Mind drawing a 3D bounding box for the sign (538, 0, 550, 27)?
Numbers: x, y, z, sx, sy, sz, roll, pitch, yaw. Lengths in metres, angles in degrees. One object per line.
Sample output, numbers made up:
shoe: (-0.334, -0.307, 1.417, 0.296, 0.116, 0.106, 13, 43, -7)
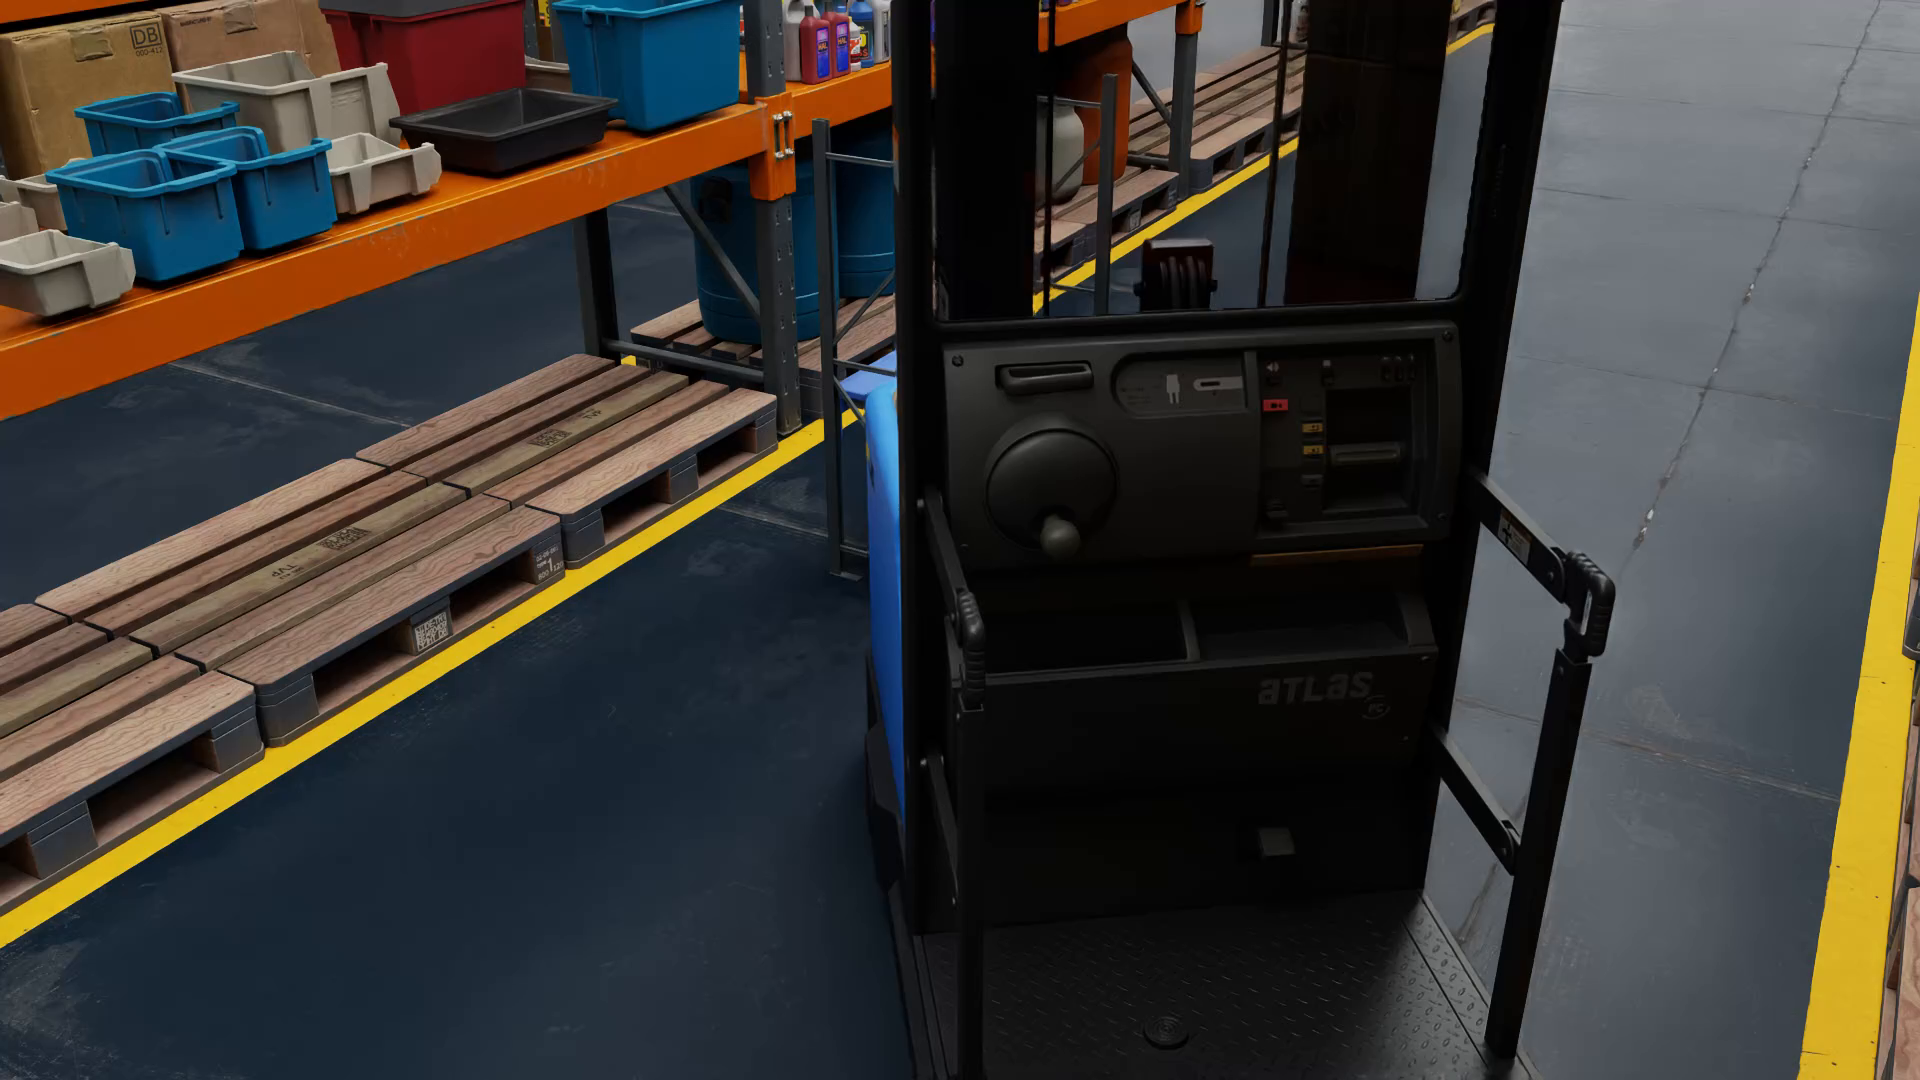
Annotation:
sign: (-1.573, -2.121, 6.326, 0.100, 0.325, 0.005, 14, 30, 26)

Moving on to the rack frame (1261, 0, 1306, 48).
rack frame: (2.840, -4.993, 12.373, 1.000, 3.000, 0.127, 14, 30, 26)

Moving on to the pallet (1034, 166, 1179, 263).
pallet: (0.521, -1.871, 9.251, 1.003, 0.211, 1.213, 14, 30, 26)

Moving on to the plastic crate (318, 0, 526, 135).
plastic crate: (-1.753, -1.638, 5.532, 0.402, 0.464, 0.583, 14, 30, 26)

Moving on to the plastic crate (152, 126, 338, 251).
plastic crate: (-1.860, -0.922, 4.361, 0.416, 0.233, 0.300, 14, 30, 26)

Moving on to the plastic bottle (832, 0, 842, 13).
plastic bottle: (-0.571, -2.413, 7.364, 0.097, 0.271, 0.097, 0, 27, 0)

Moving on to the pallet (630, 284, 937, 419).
pallet: (-0.680, -0.920, 7.351, 1.003, 0.211, 1.213, 14, 30, 26)

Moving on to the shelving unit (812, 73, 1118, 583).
shelving unit: (0.042, -0.704, 5.481, 0.538, 1.500, 1.048, 14, 30, 26)

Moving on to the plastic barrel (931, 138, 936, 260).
plastic barrel: (-0.109, -1.635, 7.975, 0.421, 0.512, 0.421, 0, 27, 0)

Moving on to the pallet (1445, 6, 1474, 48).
pallet: (3.806, -4.476, 14.455, 1.003, 0.211, 1.213, 14, 30, 26)

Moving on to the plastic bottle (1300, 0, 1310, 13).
plastic bottle: (2.790, -4.235, 13.402, 0.061, 0.283, 0.133, 16, 31, 29)

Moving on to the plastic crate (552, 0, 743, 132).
plastic crate: (-1.028, -1.638, 5.621, 0.392, 0.384, 0.575, 14, 30, 26)

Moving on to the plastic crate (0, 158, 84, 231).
plastic crate: (-2.419, -0.926, 4.476, 0.298, 0.136, 0.250, 14, 30, 26)

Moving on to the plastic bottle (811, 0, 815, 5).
plastic bottle: (-0.712, -2.324, 7.096, 0.144, 0.351, 0.185, 14, 30, 26)

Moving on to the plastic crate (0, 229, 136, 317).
plastic crate: (-2.091, -0.620, 3.865, 0.250, 0.136, 0.298, 14, 30, 26)

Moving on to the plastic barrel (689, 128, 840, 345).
plastic barrel: (-0.813, -1.333, 6.937, 0.600, 0.901, 0.708, 14, 30, 26)

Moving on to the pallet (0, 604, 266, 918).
pallet: (-2.624, 0.618, 4.280, 1.003, 0.211, 1.213, 14, 30, 26)

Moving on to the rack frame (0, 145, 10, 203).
rack frame: (-5.408, -2.966, 8.324, 1.000, 3.000, 0.127, 14, 30, 26)

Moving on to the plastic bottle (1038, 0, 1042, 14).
plastic bottle: (0.326, -2.561, 7.645, 0.061, 0.283, 0.133, 14, 30, 26)

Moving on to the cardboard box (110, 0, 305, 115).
cardboard box: (-4.671, -2.806, 9.908, 1.225, 0.875, 0.875, 13, 29, 24)

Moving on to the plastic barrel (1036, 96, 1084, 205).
plastic barrel: (0.447, -2.075, 8.855, 0.421, 0.512, 0.421, 0, 27, 0)

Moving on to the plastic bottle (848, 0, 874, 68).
plastic bottle: (-0.389, -2.005, 6.549, 0.097, 0.271, 0.097, 0, 27, 0)

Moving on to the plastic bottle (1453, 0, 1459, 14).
plastic bottle: (4.244, -4.672, 14.275, 0.061, 0.283, 0.133, 15, 30, 27)

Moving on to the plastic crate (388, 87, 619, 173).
plastic crate: (-1.412, -1.284, 5.203, 0.437, 0.125, 0.590, 14, 30, 26)

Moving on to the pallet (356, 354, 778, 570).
pallet: (-1.423, -0.333, 6.179, 1.003, 0.211, 1.213, 14, 30, 26)

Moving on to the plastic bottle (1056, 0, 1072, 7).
plastic bottle: (0.483, -2.685, 7.893, 0.061, 0.283, 0.133, 14, 30, 26)

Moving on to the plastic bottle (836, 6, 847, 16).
plastic bottle: (-0.474, -2.046, 6.707, 0.097, 0.201, 0.097, 0, 27, 0)

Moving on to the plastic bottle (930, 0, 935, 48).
plastic bottle: (-0.107, -2.218, 6.960, 0.061, 0.283, 0.133, 14, 30, 26)

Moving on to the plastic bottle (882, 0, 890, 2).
plastic bottle: (-0.275, -2.096, 6.729, 0.097, 0.271, 0.097, 0, 27, 0)

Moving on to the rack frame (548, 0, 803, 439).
rack frame: (-1.095, -1.875, 6.145, 1.000, 3.000, 0.127, 14, 30, 26)

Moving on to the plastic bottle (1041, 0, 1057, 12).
plastic bottle: (0.368, -2.662, 7.772, 0.144, 0.351, 0.185, 14, 30, 26)

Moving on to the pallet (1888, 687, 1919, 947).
pallet: (2.877, 0.732, 4.053, 1.003, 0.211, 1.213, 14, 30, 26)

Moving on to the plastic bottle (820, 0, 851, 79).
plastic bottle: (-0.478, -1.924, 6.373, 0.061, 0.283, 0.133, 14, 30, 26)

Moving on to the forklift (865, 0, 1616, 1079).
forklift: (0.468, -0.136, 2.747, 1.130, 2.935, 3.031, -4, 27, -7)

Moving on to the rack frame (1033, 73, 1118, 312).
rack frame: (0.292, -0.902, 5.876, 0.500, 1.500, 0.032, 14, 30, 26)

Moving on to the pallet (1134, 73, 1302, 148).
pallet: (1.888, -2.954, 11.415, 1.003, 0.211, 1.213, 14, 30, 26)

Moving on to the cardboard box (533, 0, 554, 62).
cardboard box: (-3.128, -3.869, 12.429, 0.700, 0.500, 0.500, 13, 29, 23)

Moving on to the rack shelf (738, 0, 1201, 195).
rack shelf: (-0.111, -2.333, 7.863, 1.077, 0.370, 4.000, 14, 30, 26)
